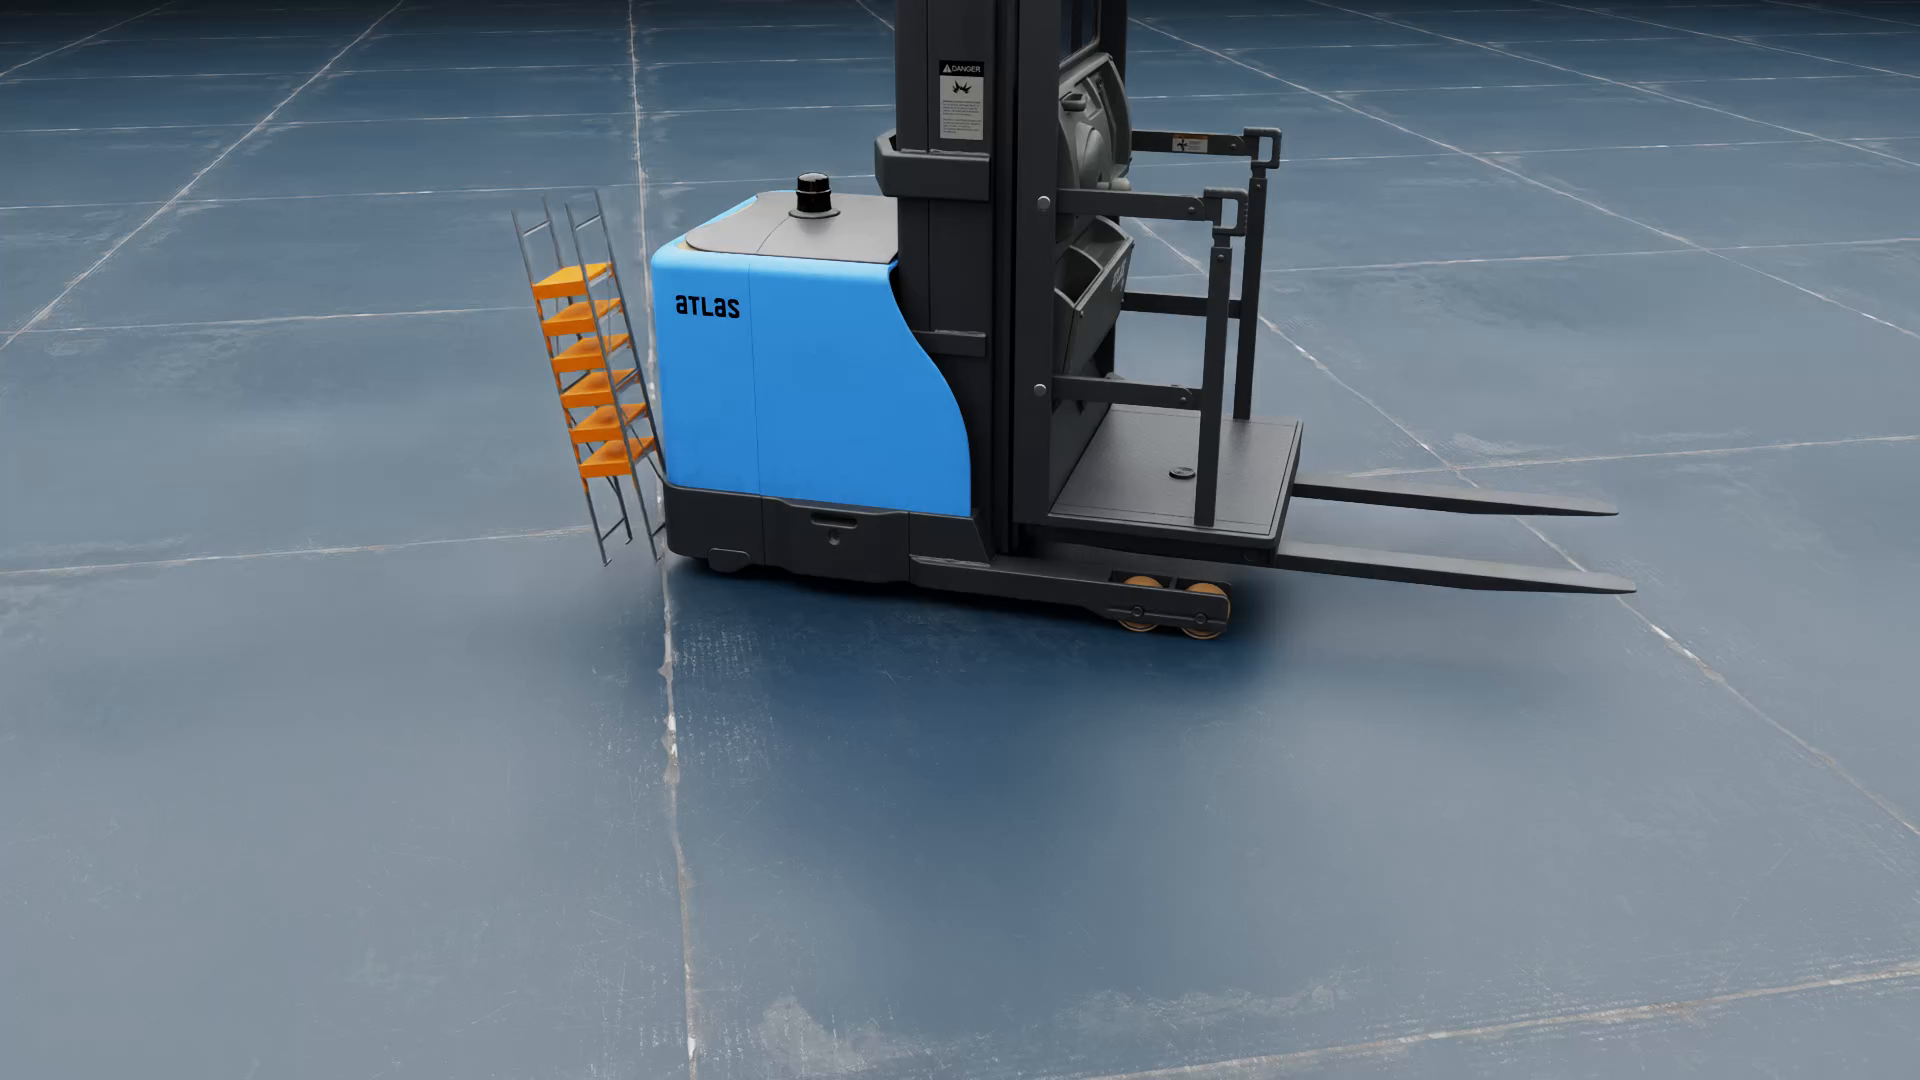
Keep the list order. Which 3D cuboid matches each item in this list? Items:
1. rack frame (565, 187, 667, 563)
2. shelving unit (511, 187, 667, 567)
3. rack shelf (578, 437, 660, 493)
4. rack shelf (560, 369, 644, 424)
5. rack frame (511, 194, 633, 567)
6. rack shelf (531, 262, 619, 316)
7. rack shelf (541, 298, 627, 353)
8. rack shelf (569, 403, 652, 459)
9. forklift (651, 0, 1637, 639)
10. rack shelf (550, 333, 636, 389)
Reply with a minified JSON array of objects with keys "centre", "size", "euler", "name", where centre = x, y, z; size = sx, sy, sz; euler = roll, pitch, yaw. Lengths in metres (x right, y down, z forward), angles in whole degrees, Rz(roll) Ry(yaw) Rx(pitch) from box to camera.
[{"centre":[-1.080,-0.522,5.388],"size":[0.006,1.200,0.240],"euler":[-4,22,15],"name":"rack frame"},{"centre":[-1.168,-0.515,5.411],"size":[0.189,1.200,0.258],"euler":[-4,22,15],"name":"shelving unit"},{"centre":[-1.123,-0.254,5.515],"size":[0.180,0.103,0.258],"euler":[-4,22,15],"name":"rack shelf"},{"centre":[-1.161,-0.475,5.427],"size":[0.180,0.103,0.258],"euler":[-4,22,15],"name":"rack shelf"},{"centre":[-1.257,-0.509,5.434],"size":[0.006,1.200,0.240],"euler":[-4,22,15],"name":"rack frame"},{"centre":[-1.219,-0.805,5.296],"size":[0.180,0.103,0.258],"euler":[-4,22,15],"name":"rack shelf"},{"centre":[-1.200,-0.695,5.340],"size":[0.180,0.103,0.258],"euler":[-4,22,15],"name":"rack shelf"},{"centre":[-1.142,-0.364,5.471],"size":[0.180,0.103,0.258],"euler":[-4,22,15],"name":"rack shelf"},{"centre":[0.602,-1.278,5.013],"size":[3.031,2.935,1.130],"euler":[6,24,14],"name":"forklift"},{"centre":[-1.180,-0.585,5.384],"size":[0.180,0.103,0.258],"euler":[-4,22,15],"name":"rack shelf"}]
